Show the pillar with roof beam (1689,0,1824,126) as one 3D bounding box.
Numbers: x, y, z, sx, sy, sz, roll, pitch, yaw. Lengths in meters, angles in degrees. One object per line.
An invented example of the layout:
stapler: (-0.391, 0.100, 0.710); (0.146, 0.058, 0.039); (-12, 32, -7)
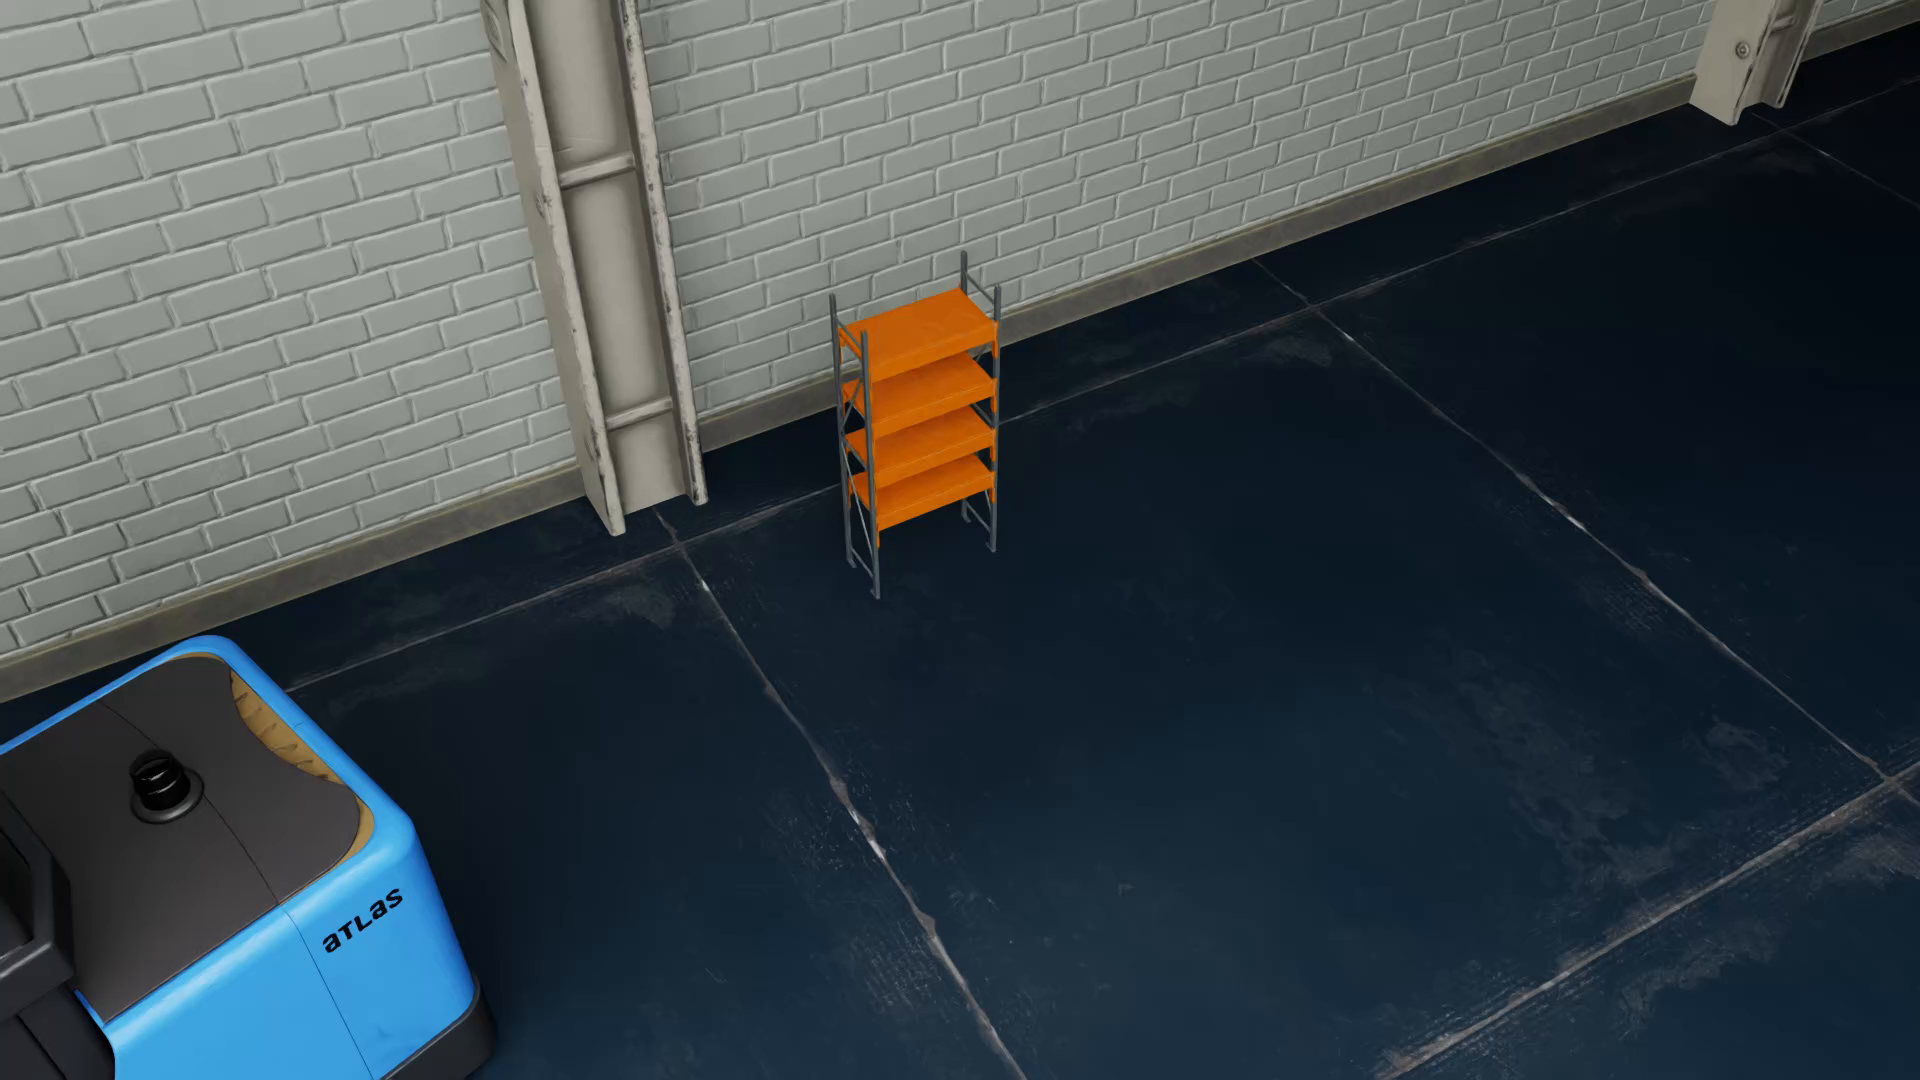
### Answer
pillar with roof beam: (6.134, -2.884, 2.761); (0.400, 9.000, 9.100); (-22, 48, -21)

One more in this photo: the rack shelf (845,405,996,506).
rack shelf: (-0.144, -0.325, 5.820); (0.480, 0.148, 0.258); (-22, 48, -21)

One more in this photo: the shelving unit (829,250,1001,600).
shelving unit: (-0.144, -0.373, 5.773); (0.503, 1.200, 0.258); (-22, 48, -21)

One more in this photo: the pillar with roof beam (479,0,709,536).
pillar with roof beam: (0.932, -0.803, 0.616); (0.400, 9.000, 9.100); (-22, 48, -21)

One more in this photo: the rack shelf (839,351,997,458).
rack shelf: (-0.144, -0.485, 5.664); (0.480, 0.148, 0.258); (-22, 48, -21)

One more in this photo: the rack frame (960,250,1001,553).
rack frame: (0.068, -0.458, 5.860); (0.015, 1.200, 0.240); (-22, 48, -21)

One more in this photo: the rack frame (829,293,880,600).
rack frame: (-0.355, -0.288, 5.686); (0.015, 1.200, 0.240); (-22, 48, -21)

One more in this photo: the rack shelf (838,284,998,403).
rack shelf: (-0.144, -0.655, 5.499); (0.480, 0.148, 0.258); (-22, 48, -21)

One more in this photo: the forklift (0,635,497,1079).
forklift: (-2.685, 0.924, 3.193); (1.130, 2.935, 3.031); (33, 53, 30)

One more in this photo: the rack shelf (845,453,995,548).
rack shelf: (-0.144, -0.182, 5.958); (0.480, 0.148, 0.258); (-22, 48, -21)
